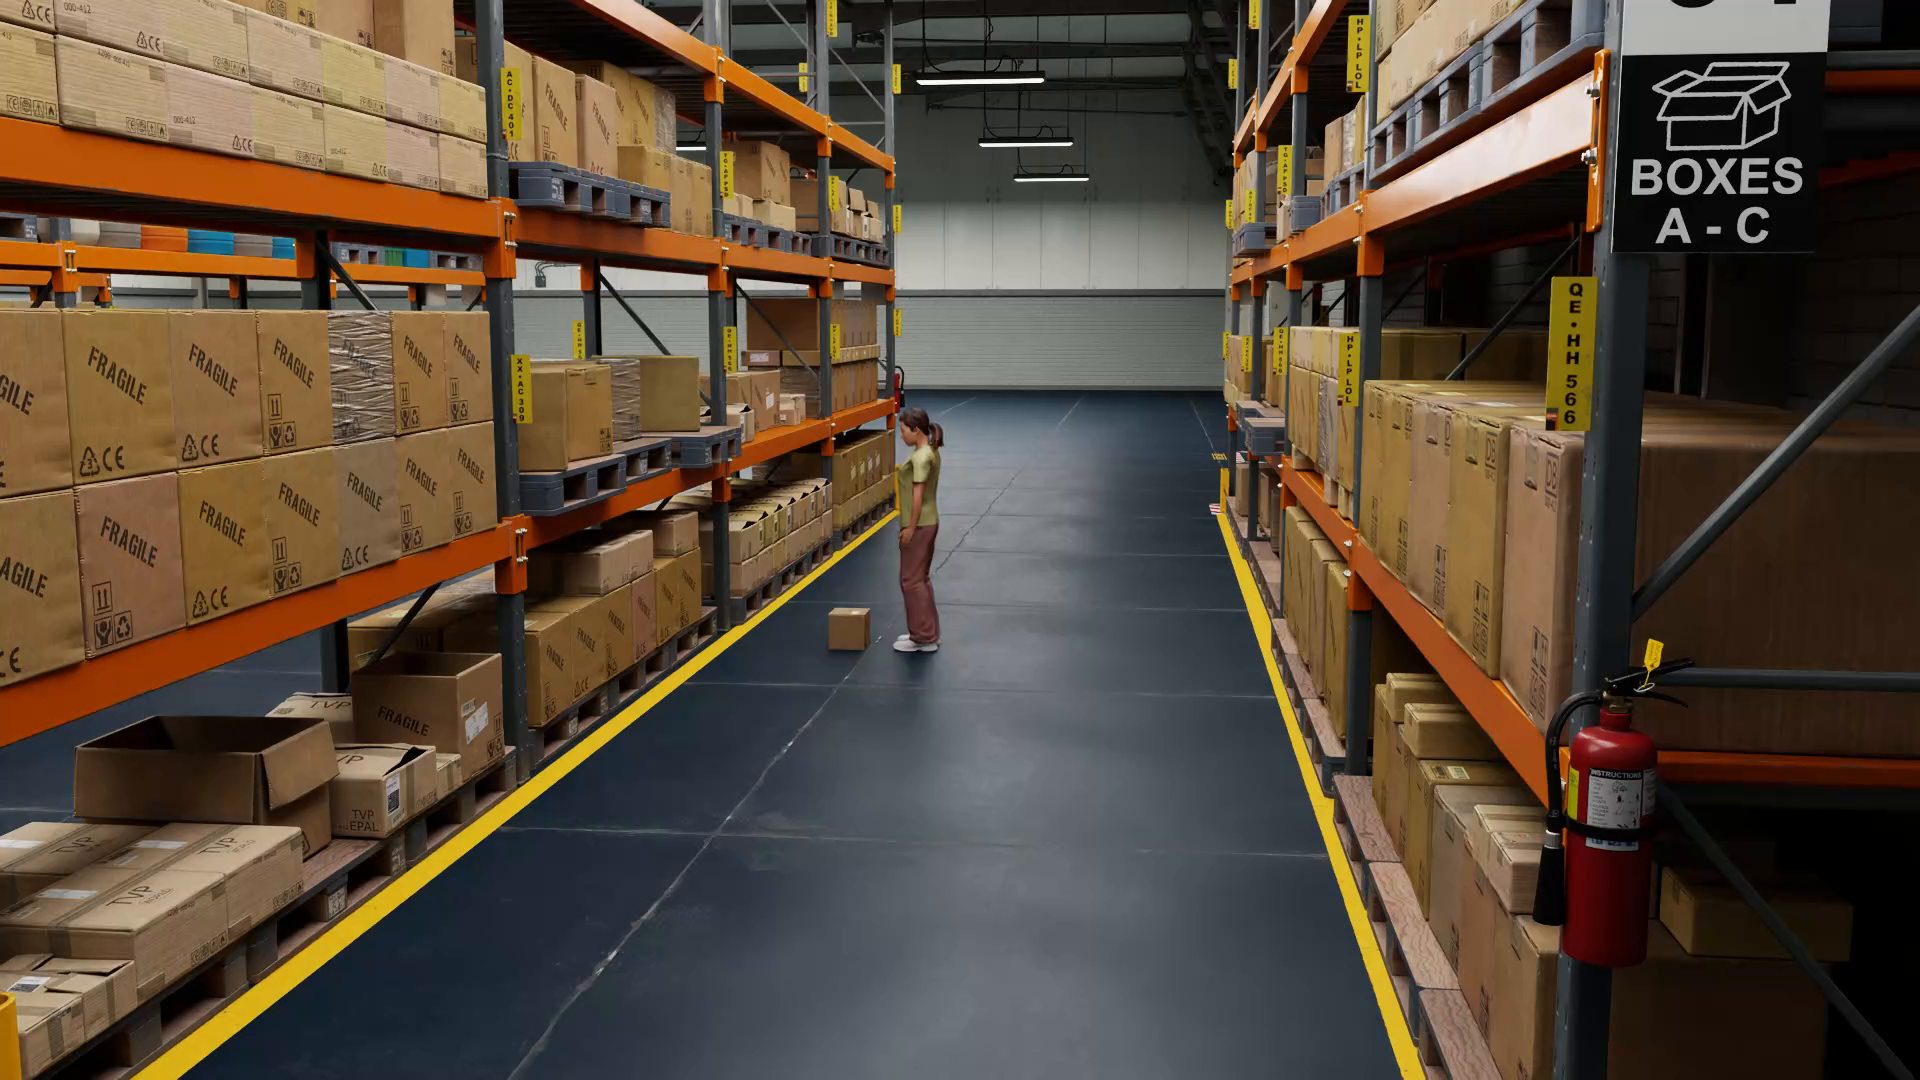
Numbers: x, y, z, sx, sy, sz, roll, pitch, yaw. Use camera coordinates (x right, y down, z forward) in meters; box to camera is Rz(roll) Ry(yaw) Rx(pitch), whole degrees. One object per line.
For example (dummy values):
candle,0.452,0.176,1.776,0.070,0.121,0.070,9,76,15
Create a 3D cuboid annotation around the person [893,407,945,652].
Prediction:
person,-0.275,-0.074,11.389,0.359,1.670,0.447,1,8,7
